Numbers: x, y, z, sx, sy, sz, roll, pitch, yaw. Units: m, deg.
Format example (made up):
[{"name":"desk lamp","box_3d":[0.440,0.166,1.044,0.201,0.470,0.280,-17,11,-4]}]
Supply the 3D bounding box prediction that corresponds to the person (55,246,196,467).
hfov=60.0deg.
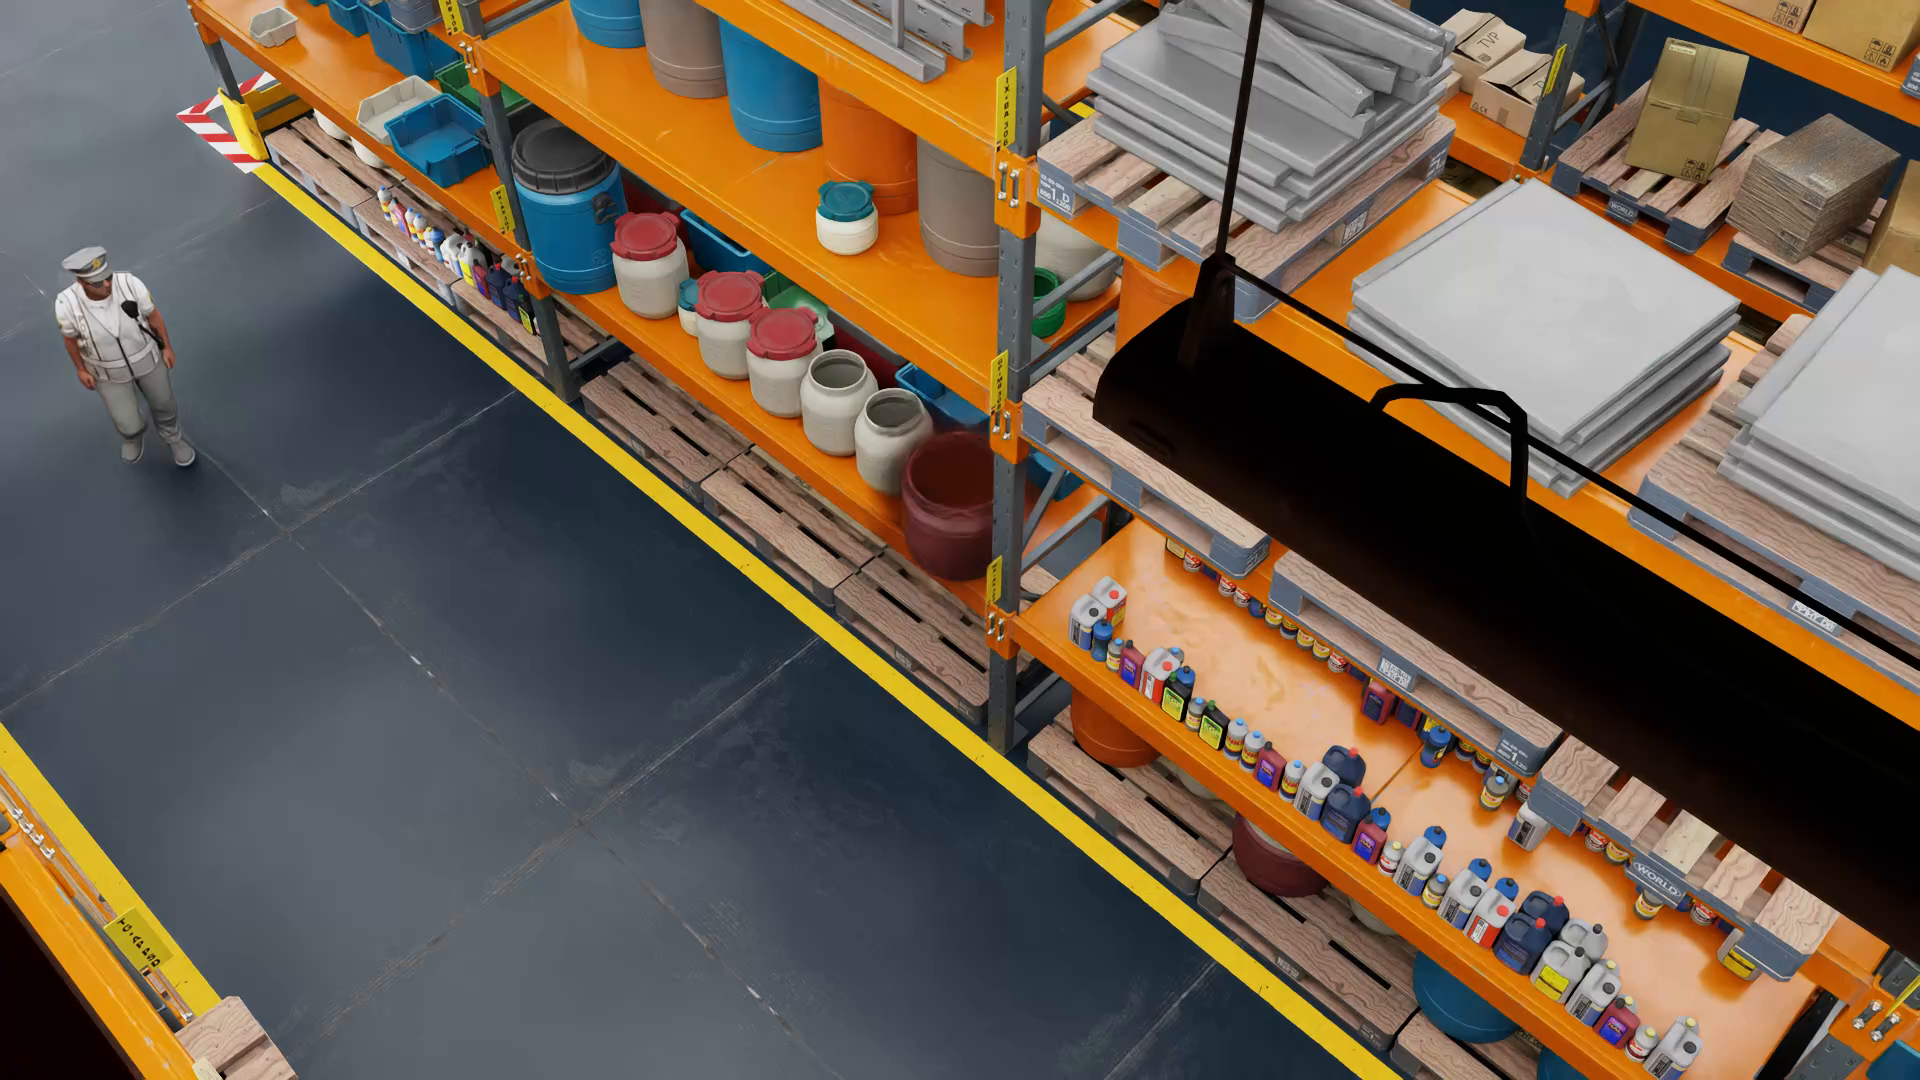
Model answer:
[{"name":"person","box_3d":[-5.114,-1.117,10.178,0.587,1.748,0.493,-28,55,-21]}]
